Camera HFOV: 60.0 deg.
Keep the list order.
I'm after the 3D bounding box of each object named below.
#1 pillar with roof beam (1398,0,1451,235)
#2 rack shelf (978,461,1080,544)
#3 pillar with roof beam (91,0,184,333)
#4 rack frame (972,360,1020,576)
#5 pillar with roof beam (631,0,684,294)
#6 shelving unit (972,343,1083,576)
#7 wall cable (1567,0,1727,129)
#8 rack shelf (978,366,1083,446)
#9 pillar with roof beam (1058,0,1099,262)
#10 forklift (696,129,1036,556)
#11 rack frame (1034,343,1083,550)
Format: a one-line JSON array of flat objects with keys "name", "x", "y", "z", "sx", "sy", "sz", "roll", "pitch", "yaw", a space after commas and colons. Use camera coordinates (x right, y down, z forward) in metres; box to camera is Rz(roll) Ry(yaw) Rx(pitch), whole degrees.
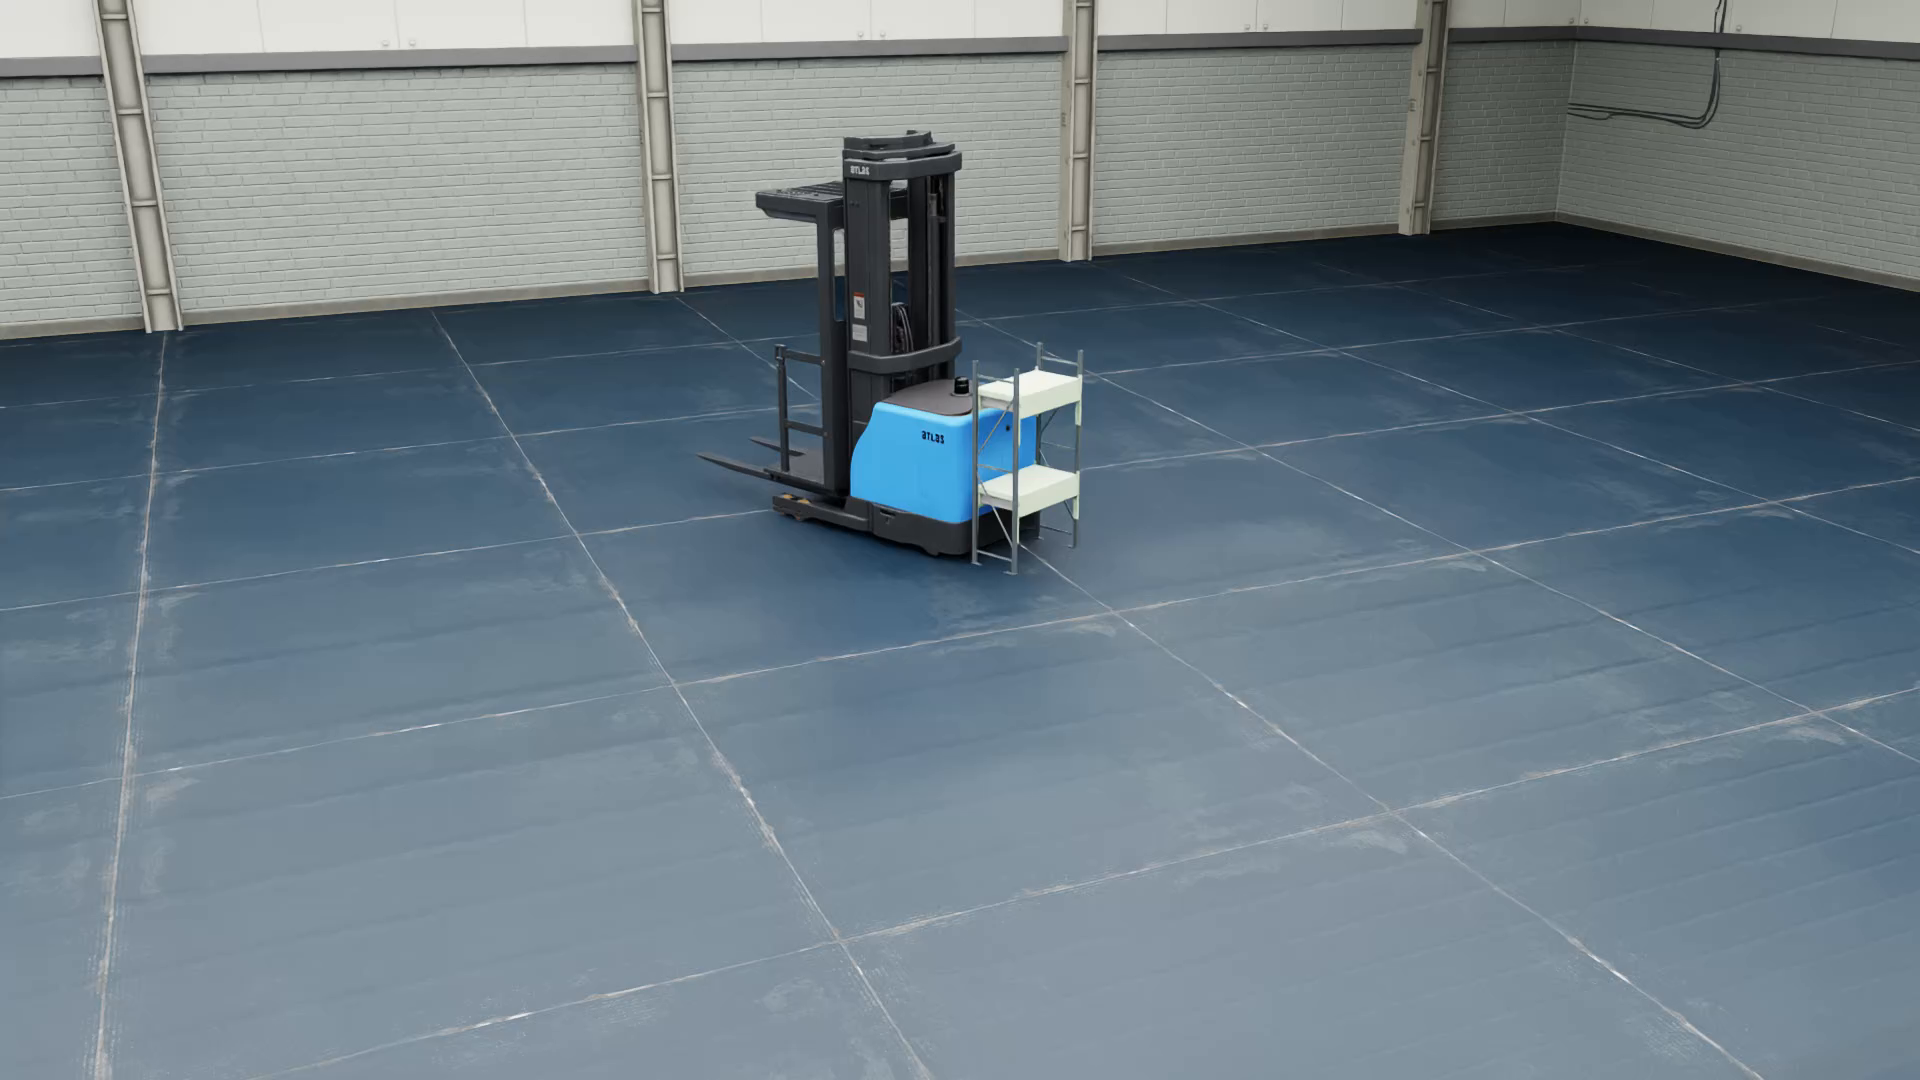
[{"name": "pillar with roof beam", "x": 8.876, "y": -7.783, "z": 21.077, "sx": 0.400, "sy": 9.000, "sz": 9.100, "roll": -8, "pitch": 21, "yaw": -22}, {"name": "rack shelf", "x": 0.483, "y": -0.282, "z": 12.046, "sx": 0.431, "sy": 0.370, "sz": 0.720, "roll": 16, "pitch": 25, "yaw": 38}, {"name": "pillar with roof beam", "x": -7.652, "y": -5.415, "z": 14.352, "sx": 0.400, "sy": 9.000, "sz": 9.100, "roll": -8, "pitch": 21, "yaw": -22}, {"name": "rack frame", "x": 0.246, "y": -0.497, "z": 11.674, "sx": 0.400, "sy": 1.500, "sz": 0.023, "roll": 16, "pitch": 25, "yaw": 38}, {"name": "pillar with roof beam", "x": -2.143, "y": -6.204, "z": 16.594, "sx": 0.400, "sy": 9.000, "sz": 9.100, "roll": -8, "pitch": 21, "yaw": -22}, {"name": "shelving unit", "x": 0.483, "y": -0.589, "z": 11.938, "sx": 0.431, "sy": 1.500, "sz": 0.755, "roll": 16, "pitch": 25, "yaw": 38}, {"name": "wall cable", "x": 10.399, "y": -7.616, "z": 25.277, "sx": 0.112, "sy": 2.526, "sz": 3.097, "roll": -8, "pitch": 21, "yaw": -22}, {"name": "rack shelf", "x": 0.483, "y": -0.958, "z": 11.808, "sx": 0.431, "sy": 0.370, "sz": 0.720, "roll": 16, "pitch": 25, "yaw": 38}, {"name": "pillar with roof beam", "x": 3.367, "y": -6.994, "z": 18.835, "sx": 0.400, "sy": 9.000, "sz": 9.100, "roll": -8, "pitch": 21, "yaw": -22}, {"name": "forklift", "x": -0.840, "y": -1.651, "z": 12.797, "sx": 3.031, "sy": 2.935, "sz": 1.130, "roll": 16, "pitch": 25, "yaw": 38}, {"name": "rack frame", "x": 0.719, "y": -0.682, "z": 12.201, "sx": 0.400, "sy": 1.500, "sz": 0.023, "roll": 16, "pitch": 25, "yaw": 38}]
